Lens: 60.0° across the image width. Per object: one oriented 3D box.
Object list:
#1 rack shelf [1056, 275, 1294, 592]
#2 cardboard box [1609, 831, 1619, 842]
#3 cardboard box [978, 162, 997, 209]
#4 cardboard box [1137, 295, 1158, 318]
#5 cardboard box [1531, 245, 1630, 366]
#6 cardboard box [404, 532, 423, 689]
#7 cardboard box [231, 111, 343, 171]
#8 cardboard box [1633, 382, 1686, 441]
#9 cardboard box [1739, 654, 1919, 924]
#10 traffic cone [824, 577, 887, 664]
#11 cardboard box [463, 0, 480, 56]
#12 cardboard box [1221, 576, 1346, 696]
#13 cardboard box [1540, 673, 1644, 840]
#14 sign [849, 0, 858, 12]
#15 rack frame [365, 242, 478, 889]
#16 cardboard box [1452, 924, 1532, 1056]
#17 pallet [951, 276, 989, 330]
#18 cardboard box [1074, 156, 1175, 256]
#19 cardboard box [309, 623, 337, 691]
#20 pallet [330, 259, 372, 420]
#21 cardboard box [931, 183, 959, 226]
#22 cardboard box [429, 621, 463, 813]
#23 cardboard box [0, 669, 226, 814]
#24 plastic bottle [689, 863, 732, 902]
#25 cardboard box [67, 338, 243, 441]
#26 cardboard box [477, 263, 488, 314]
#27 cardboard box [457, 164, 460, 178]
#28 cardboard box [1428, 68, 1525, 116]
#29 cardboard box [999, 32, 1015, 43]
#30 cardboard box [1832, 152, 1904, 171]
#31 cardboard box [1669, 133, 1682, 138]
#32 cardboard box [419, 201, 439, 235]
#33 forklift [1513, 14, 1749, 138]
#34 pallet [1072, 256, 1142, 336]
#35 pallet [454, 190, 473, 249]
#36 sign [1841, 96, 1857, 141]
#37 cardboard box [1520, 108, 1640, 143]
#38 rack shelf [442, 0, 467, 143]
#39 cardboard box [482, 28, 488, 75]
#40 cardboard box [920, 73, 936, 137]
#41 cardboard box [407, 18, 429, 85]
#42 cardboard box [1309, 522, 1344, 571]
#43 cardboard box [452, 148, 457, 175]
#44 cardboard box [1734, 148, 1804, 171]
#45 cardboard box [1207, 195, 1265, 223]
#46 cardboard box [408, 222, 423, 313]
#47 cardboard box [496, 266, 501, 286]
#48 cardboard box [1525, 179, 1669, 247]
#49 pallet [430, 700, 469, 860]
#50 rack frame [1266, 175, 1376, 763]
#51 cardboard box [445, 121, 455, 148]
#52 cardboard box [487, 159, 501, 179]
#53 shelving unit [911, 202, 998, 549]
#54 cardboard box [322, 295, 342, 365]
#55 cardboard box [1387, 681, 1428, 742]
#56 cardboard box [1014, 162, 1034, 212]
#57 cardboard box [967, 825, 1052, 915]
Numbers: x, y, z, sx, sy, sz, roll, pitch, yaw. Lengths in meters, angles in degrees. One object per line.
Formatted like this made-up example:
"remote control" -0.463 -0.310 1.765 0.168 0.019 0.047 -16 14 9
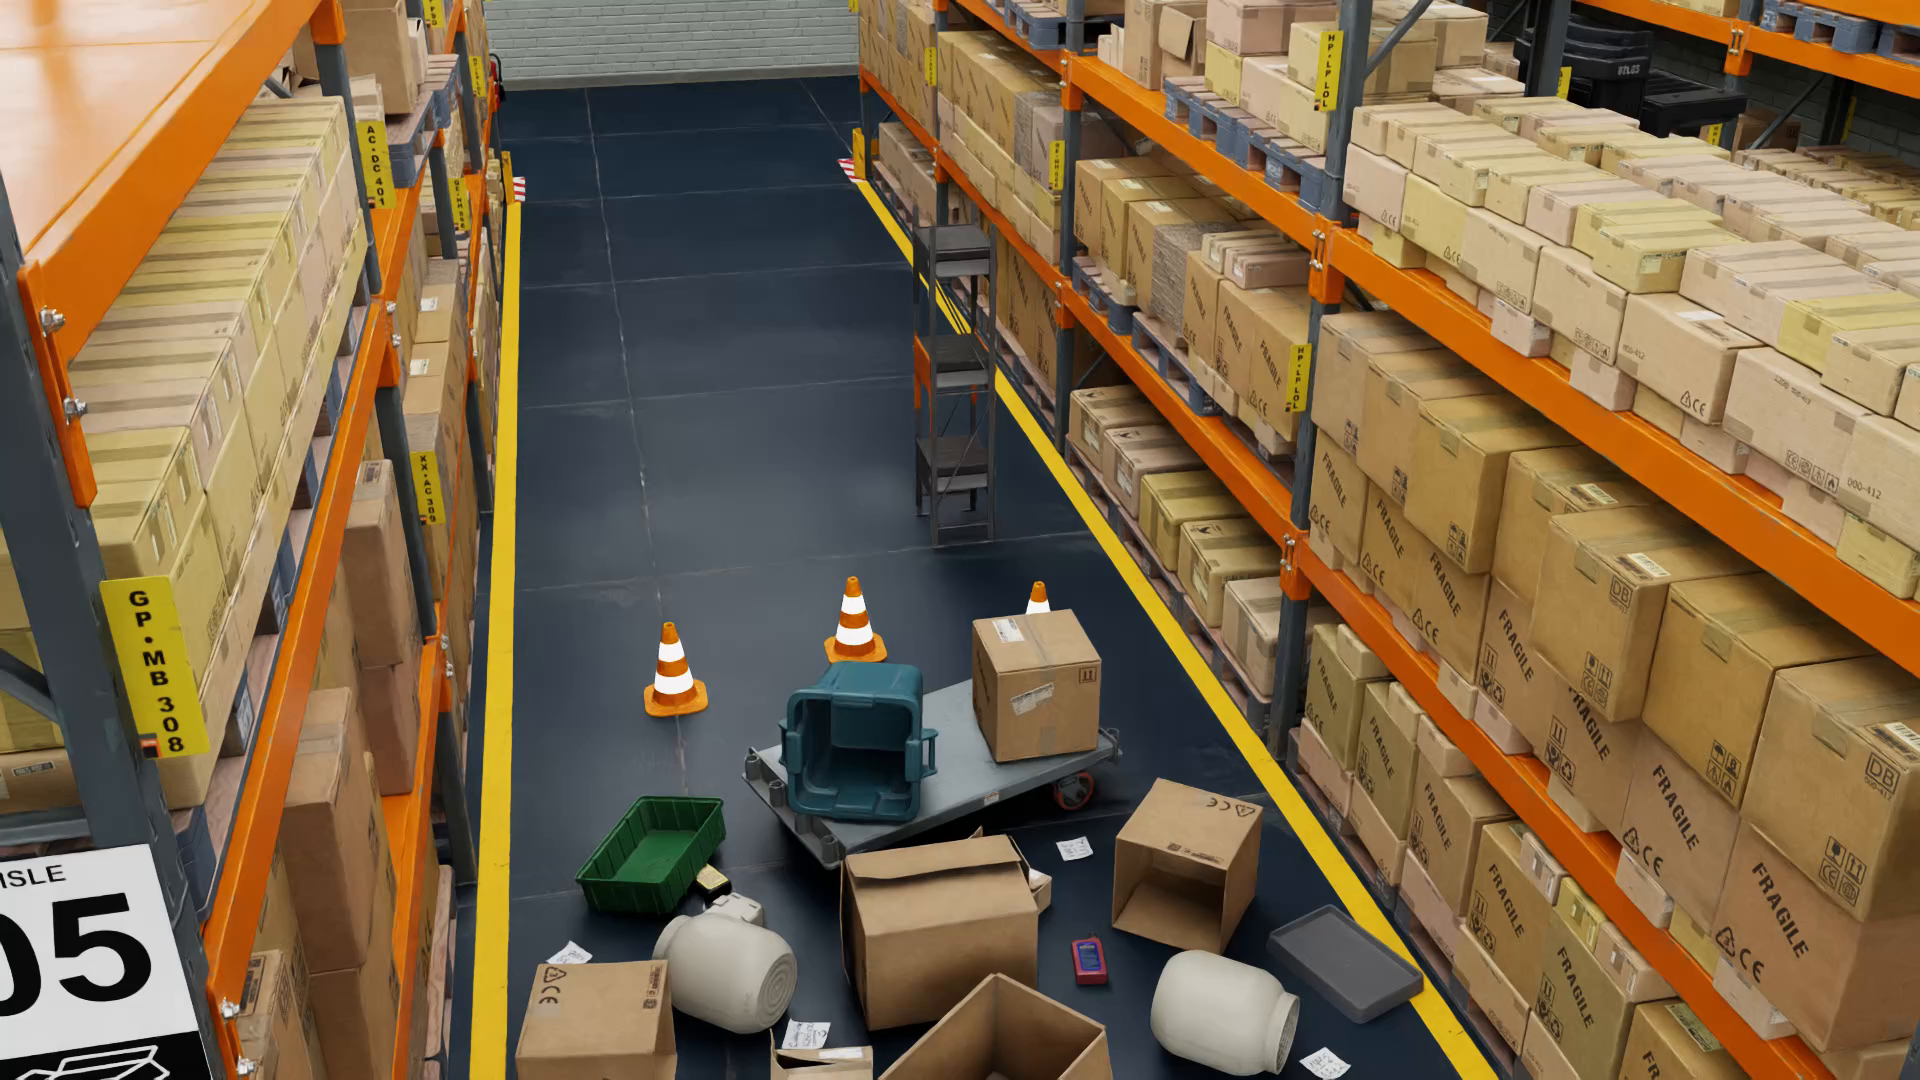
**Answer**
"rack shelf" 1.636 -0.837 9.877 1.077 0.370 4.000 -6 27 -12
"cardboard box" 2.485 0.994 5.730 0.380 0.149 0.250 -6 27 -11
"cardboard box" 0.447 -2.831 13.196 0.500 0.250 0.500 -6 27 -12
"cardboard box" 1.297 -1.477 10.159 0.380 0.149 0.250 -4 27 -9
"cardboard box" 2.260 -0.796 5.505 0.500 0.250 0.500 -6 27 -11
"cardboard box" -2.619 0.361 6.540 0.875 0.550 0.550 -6 27 -12
"cardboard box" -2.264 -1.309 5.502 0.380 0.149 0.250 -6 27 -12
"cardboard box" 2.373 -0.444 5.251 0.380 0.149 0.250 -7 28 -13
"cardboard box" 2.660 0.650 4.582 0.700 0.500 0.500 -7 28 -13
"traffic cone" -0.597 0.425 9.395 0.336 0.463 0.334 -6 27 -12
"cardboard box" -4.596 -4.542 14.869 0.500 0.500 0.500 -5 27 -11
"cardboard box" 1.966 0.476 8.929 0.950 0.372 0.625 -6 27 -11
"cardboard box" 2.379 0.648 5.696 0.500 0.500 0.500 -6 27 -12
"sign" -1.160 -5.916 18.094 0.100 0.325 0.005 -6 27 -12
"rack frame" -2.714 0.267 6.892 1.000 3.000 0.127 -6 27 -12
"cardboard box" 2.311 1.731 6.577 0.500 0.250 0.500 -7 28 -13
"pallet" 0.531 -2.216 14.906 1.003 0.211 1.213 -6 27 -12
"cardboard box" 1.061 -2.180 10.833 0.500 0.500 0.500 -7 28 -13
"cardboard box" -2.312 0.596 4.875 0.875 0.550 0.500 -6 27 -12
"pallet" -2.539 -0.672 5.522 1.003 0.211 1.213 -6 27 -12
"cardboard box" 0.246 -3.122 15.984 0.875 0.438 0.875 -6 27 -12
"cardboard box" -2.941 0.821 7.826 1.050 0.750 0.750 -6 27 -12
"cardboard box" -1.577 0.381 3.039 0.380 0.149 0.250 -6 27 -11
"plastic bottle" -1.181 1.547 7.617 0.133 0.061 0.283 -23 35 -38
"cardboard box" -1.747 -0.304 3.512 0.380 0.149 0.250 -6 27 -11
"cardboard box" -3.867 -1.892 12.646 0.500 0.250 0.500 -7 28 -14
"cardboard box" -4.065 -2.832 12.845 0.380 0.149 0.250 -7 28 -14
"cardboard box" 2.345 -2.037 7.828 0.500 0.250 0.500 -7 28 -13
"cardboard box" 0.629 -4.112 14.348 0.500 0.500 0.500 -5 27 -10
"cardboard box" 6.458 -2.650 11.841 0.380 0.149 0.250 -5 27 -10
"cardboard box" 5.467 -3.092 13.248 0.500 0.250 0.500 -7 28 -14
"cardboard box" -3.531 -2.054 10.644 0.380 0.149 0.250 -6 27 -12
"forklift" 4.645 -2.188 11.831 3.031 2.935 1.130 -11 29 -20
"pallet" 1.449 -1.648 10.900 1.213 0.211 1.003 -6 27 -12
"pallet" -4.101 -2.268 12.128 1.003 0.211 1.213 -6 27 -12
"sign" 6.560 -3.116 12.310 0.100 0.325 0.005 -6 27 -12
"cardboard box" 2.504 -1.640 6.734 0.380 0.149 0.250 -7 28 -13
"rack shelf" -4.066 -3.385 11.597 1.077 0.370 4.000 -6 27 -12
"cardboard box" -4.955 -4.781 16.452 0.500 0.500 0.500 -6 27 -12
"cardboard box" -0.070 -4.014 15.263 0.500 0.500 0.500 -6 27 -11
"cardboard box" -3.087 -2.592 8.749 0.500 0.311 0.500 -6 27 -12
"cardboard box" 1.845 0.003 7.694 0.380 0.149 0.250 -6 27 -12
"cardboard box" -3.998 -2.840 12.530 0.380 0.149 0.250 -7 28 -14
"cardboard box" 5.805 -2.706 11.952 0.380 0.149 0.250 -5 27 -10
"cardboard box" 1.800 -1.782 10.045 0.500 0.500 0.500 -8 28 -15
"cardboard box" -3.408 -1.560 9.291 0.700 0.500 0.500 -6 27 -12
"cardboard box" -4.286 -2.352 14.779 0.380 0.149 0.250 -7 28 -14
"cardboard box" 2.186 -1.125 5.715 0.380 0.149 0.250 -6 27 -12
"pallet" -2.961 1.181 8.176 1.003 0.211 1.213 -6 27 -12
"rack frame" 2.086 -0.280 7.976 1.000 3.000 0.127 -6 27 -12
"cardboard box" -4.059 -3.083 12.681 0.380 0.149 0.250 -6 27 -12
"cardboard box" -4.869 -3.758 16.904 0.380 0.149 0.250 -7 28 -13
"shelving unit" -0.037 -1.010 10.421 0.431 2.100 0.503 -6 27 -12
"cardboard box" -2.091 -0.619 5.020 0.380 0.149 0.250 -6 27 -11
"cardboard box" 2.043 0.709 7.051 0.380 0.149 0.250 -5 27 -10
"cardboard box" 0.709 -2.604 12.191 0.500 0.250 0.500 -7 28 -13
"cardboard box" 0.179 1.516 7.451 0.396 0.266 0.258 19 32 32
